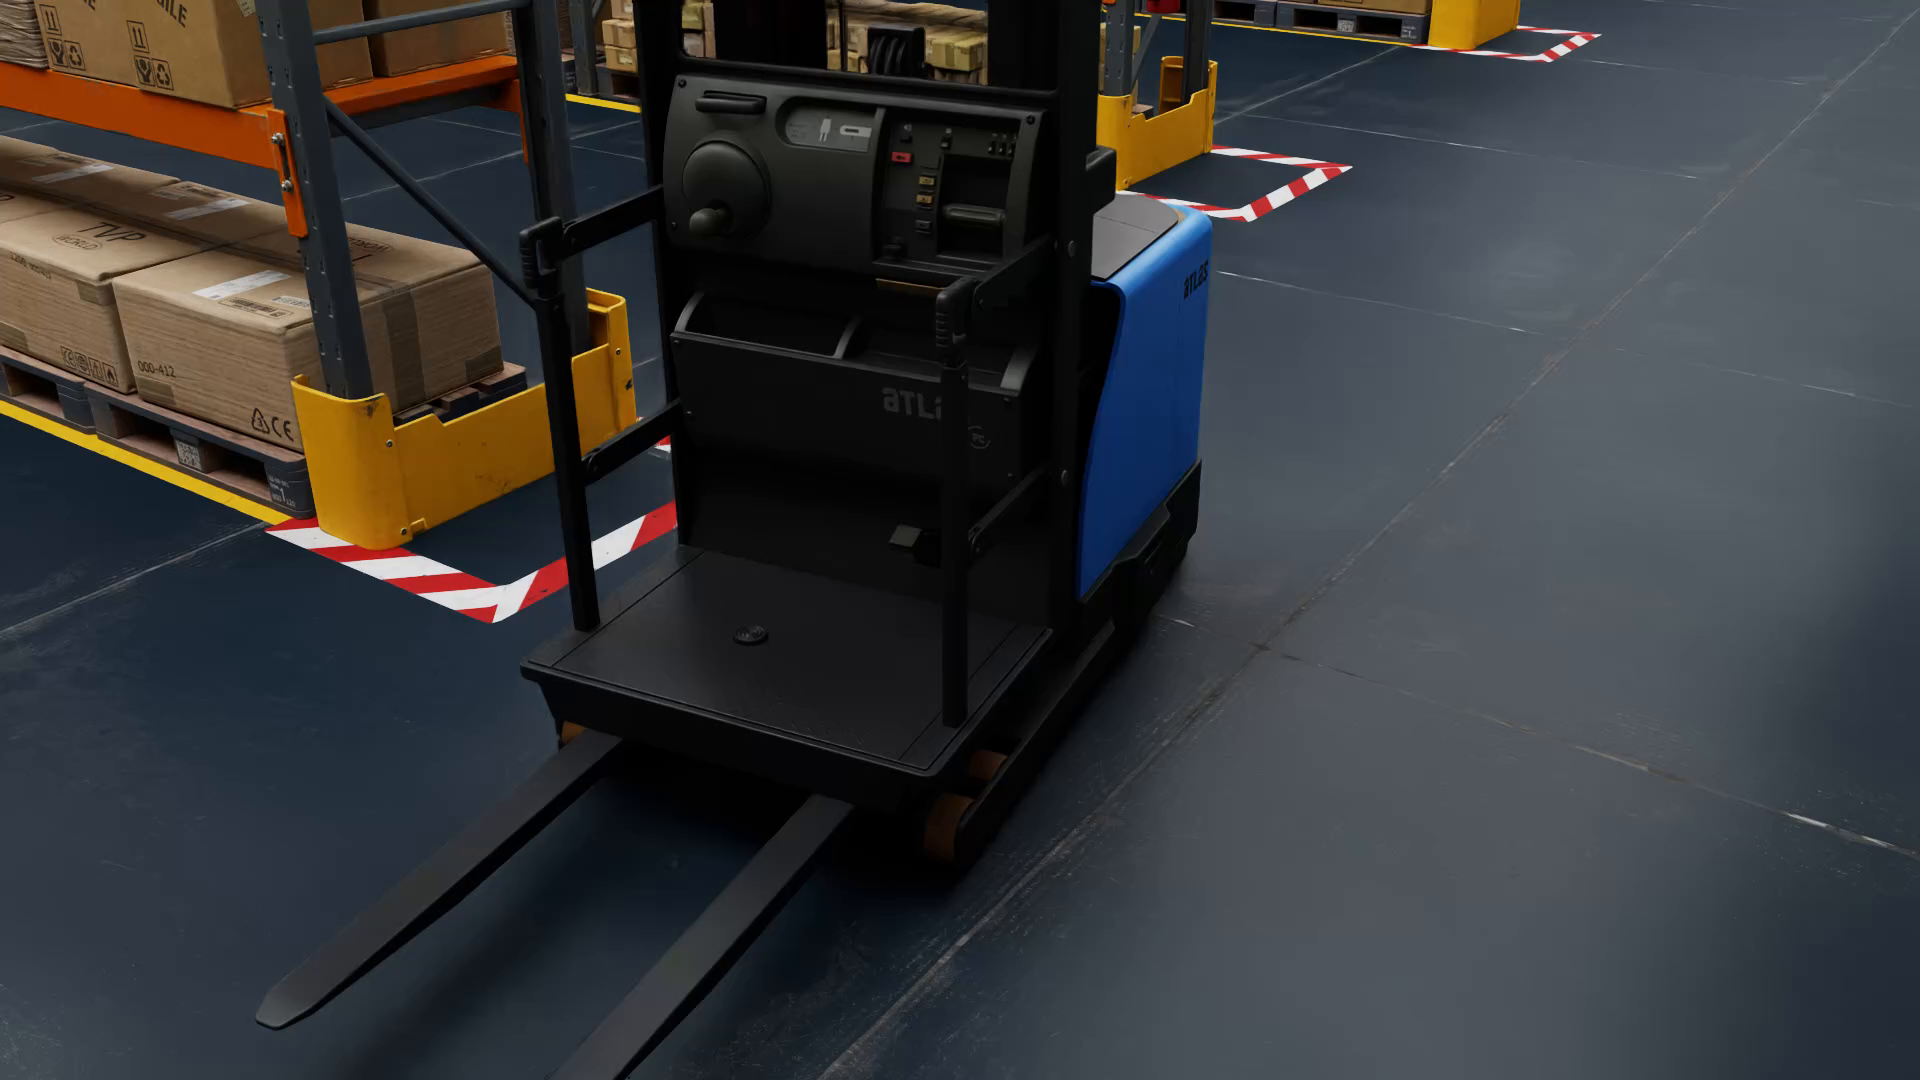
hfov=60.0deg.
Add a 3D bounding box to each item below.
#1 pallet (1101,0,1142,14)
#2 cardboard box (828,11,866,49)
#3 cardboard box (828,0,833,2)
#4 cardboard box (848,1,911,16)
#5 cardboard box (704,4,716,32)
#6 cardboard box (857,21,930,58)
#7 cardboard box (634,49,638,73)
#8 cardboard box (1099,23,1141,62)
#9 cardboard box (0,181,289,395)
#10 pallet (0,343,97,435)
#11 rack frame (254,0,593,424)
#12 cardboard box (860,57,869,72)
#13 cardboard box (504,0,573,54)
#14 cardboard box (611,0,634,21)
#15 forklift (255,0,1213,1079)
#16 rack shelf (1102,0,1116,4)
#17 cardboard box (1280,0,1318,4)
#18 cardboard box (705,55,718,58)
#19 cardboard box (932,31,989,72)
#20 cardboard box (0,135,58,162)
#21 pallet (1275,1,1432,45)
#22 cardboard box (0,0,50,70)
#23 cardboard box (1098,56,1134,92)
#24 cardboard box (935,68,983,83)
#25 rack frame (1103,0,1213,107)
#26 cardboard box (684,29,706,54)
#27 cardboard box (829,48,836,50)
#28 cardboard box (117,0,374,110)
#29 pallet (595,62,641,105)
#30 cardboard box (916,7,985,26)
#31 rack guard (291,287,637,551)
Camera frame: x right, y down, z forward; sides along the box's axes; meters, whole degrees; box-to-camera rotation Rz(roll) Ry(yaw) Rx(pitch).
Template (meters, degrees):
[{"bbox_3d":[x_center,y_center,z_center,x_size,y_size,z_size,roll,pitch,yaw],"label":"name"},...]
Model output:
[{"bbox_3d":[1.266,-4.825,14.499,1.213,0.211,1.003,17,32,30],"label":"pallet"},{"bbox_3d":[-0.768,-3.069,9.998,0.250,0.149,0.380,17,32,31],"label":"cardboard box"},{"bbox_3d":[-0.880,-3.409,10.665,0.250,0.149,0.380,16,31,28],"label":"cardboard box"},{"bbox_3d":[-0.508,-3.240,10.333,0.250,0.149,0.380,17,32,30],"label":"cardboard box"},{"bbox_3d":[-1.384,-3.282,10.416,0.250,0.149,0.380,16,31,29],"label":"cardboard box"},{"bbox_3d":[-0.381,-2.903,9.672,0.250,0.149,0.380,19,32,32],"label":"cardboard box"},{"bbox_3d":[-1.870,-3.099,10.712,0.250,0.149,0.380,18,32,32],"label":"cardboard box"},{"bbox_3d":[0.850,-2.880,9.627,0.250,0.149,0.380,16,31,28],"label":"cardboard box"},{"bbox_3d":[-2.990,-0.970,6.210,0.875,0.438,0.875,18,32,32],"label":"cardboard box"},{"bbox_3d":[-3.335,-0.807,6.603,1.213,0.211,1.003,17,32,30],"label":"pallet"},{"bbox_3d":[-1.630,-1.560,5.009,0.127,3.000,1.000,17,32,30],"label":"rack frame"},{"bbox_3d":[-0.371,-2.776,9.749,0.250,0.149,0.380,18,32,31],"label":"cardboard box"},{"bbox_3d":[-2.961,-3.633,11.375,0.500,0.500,0.500,17,31,29],"label":"cardboard box"},{"bbox_3d":[-2.041,-3.480,10.805,0.250,0.149,0.380,19,32,32],"label":"cardboard box"},{"bbox_3d":[-0.347,-0.789,3.569,1.130,2.935,3.031,12,29,22],"label":"forklift"},{"bbox_3d":[-0.559,-3.630,9.869,4.000,0.370,1.077,17,32,30],"label":"rack shelf"},{"bbox_3d":[2.658,-4.874,13.399,0.875,0.875,0.875,17,32,30],"label":"cardboard box"},{"bbox_3d":[-1.399,-3.008,10.533,0.250,0.149,0.380,17,31,29],"label":"cardboard box"},{"bbox_3d":[0.049,-2.765,9.400,0.250,0.149,0.380,17,31,29],"label":"cardboard box"},{"bbox_3d":[-4.470,-1.431,7.117,0.875,0.438,0.875,17,31,30],"label":"cardboard box"},{"bbox_3d":[3.277,-4.199,13.267,1.213,0.211,1.003,17,32,30],"label":"pallet"},{"bbox_3d":[-3.012,-1.893,5.552,0.500,0.500,0.500,18,32,32],"label":"cardboard box"},{"bbox_3d":[0.803,-2.717,9.633,0.250,0.149,0.380,19,32,32],"label":"cardboard box"},{"bbox_3d":[0.063,-2.648,9.498,0.250,0.149,0.380,16,31,28],"label":"cardboard box"},{"bbox_3d":[1.089,-3.437,8.696,0.127,3.000,1.000,17,32,30],"label":"rack frame"},{"bbox_3d":[-1.610,-3.220,10.622,0.250,0.149,0.380,17,32,30],"label":"cardboard box"},{"bbox_3d":[-0.814,-2.909,10.011,0.250,0.149,0.380,18,32,31],"label":"cardboard box"},{"bbox_3d":[-2.178,-1.630,5.035,0.500,0.500,0.500,18,32,31],"label":"cardboard box"},{"bbox_3d":[-1.634,-3.062,11.034,1.213,0.211,1.003,17,32,30],"label":"pallet"},{"bbox_3d":[-0.055,-3.126,10.110,0.250,0.149,0.380,19,32,32],"label":"cardboard box"},{"bbox_3d":[-1.610,-0.440,5.564,0.348,0.500,1.175,17,32,30],"label":"rack guard"}]
